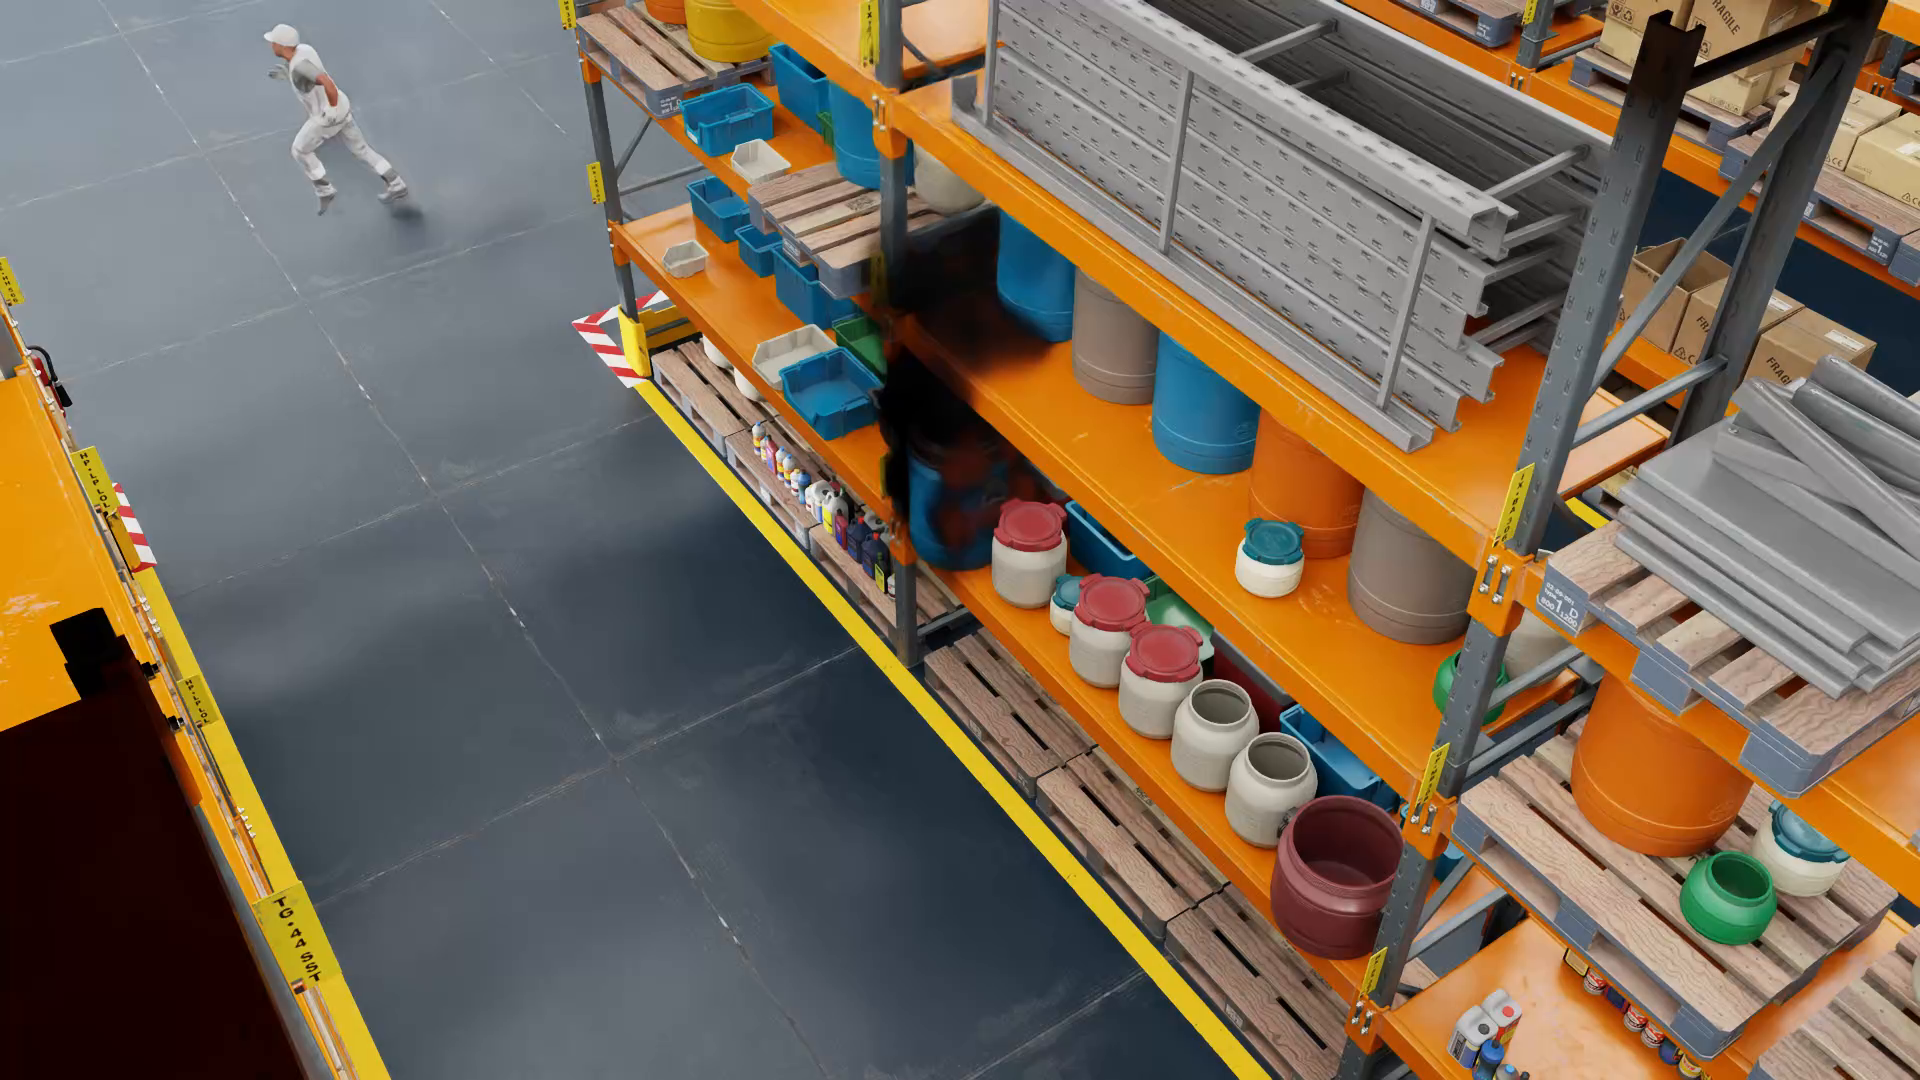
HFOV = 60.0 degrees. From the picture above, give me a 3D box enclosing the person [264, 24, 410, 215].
[{"bbox_3d":[-5.424,-3.634,14.417,0.961,1.777,0.646,0,43,0],"label":"person"}]
